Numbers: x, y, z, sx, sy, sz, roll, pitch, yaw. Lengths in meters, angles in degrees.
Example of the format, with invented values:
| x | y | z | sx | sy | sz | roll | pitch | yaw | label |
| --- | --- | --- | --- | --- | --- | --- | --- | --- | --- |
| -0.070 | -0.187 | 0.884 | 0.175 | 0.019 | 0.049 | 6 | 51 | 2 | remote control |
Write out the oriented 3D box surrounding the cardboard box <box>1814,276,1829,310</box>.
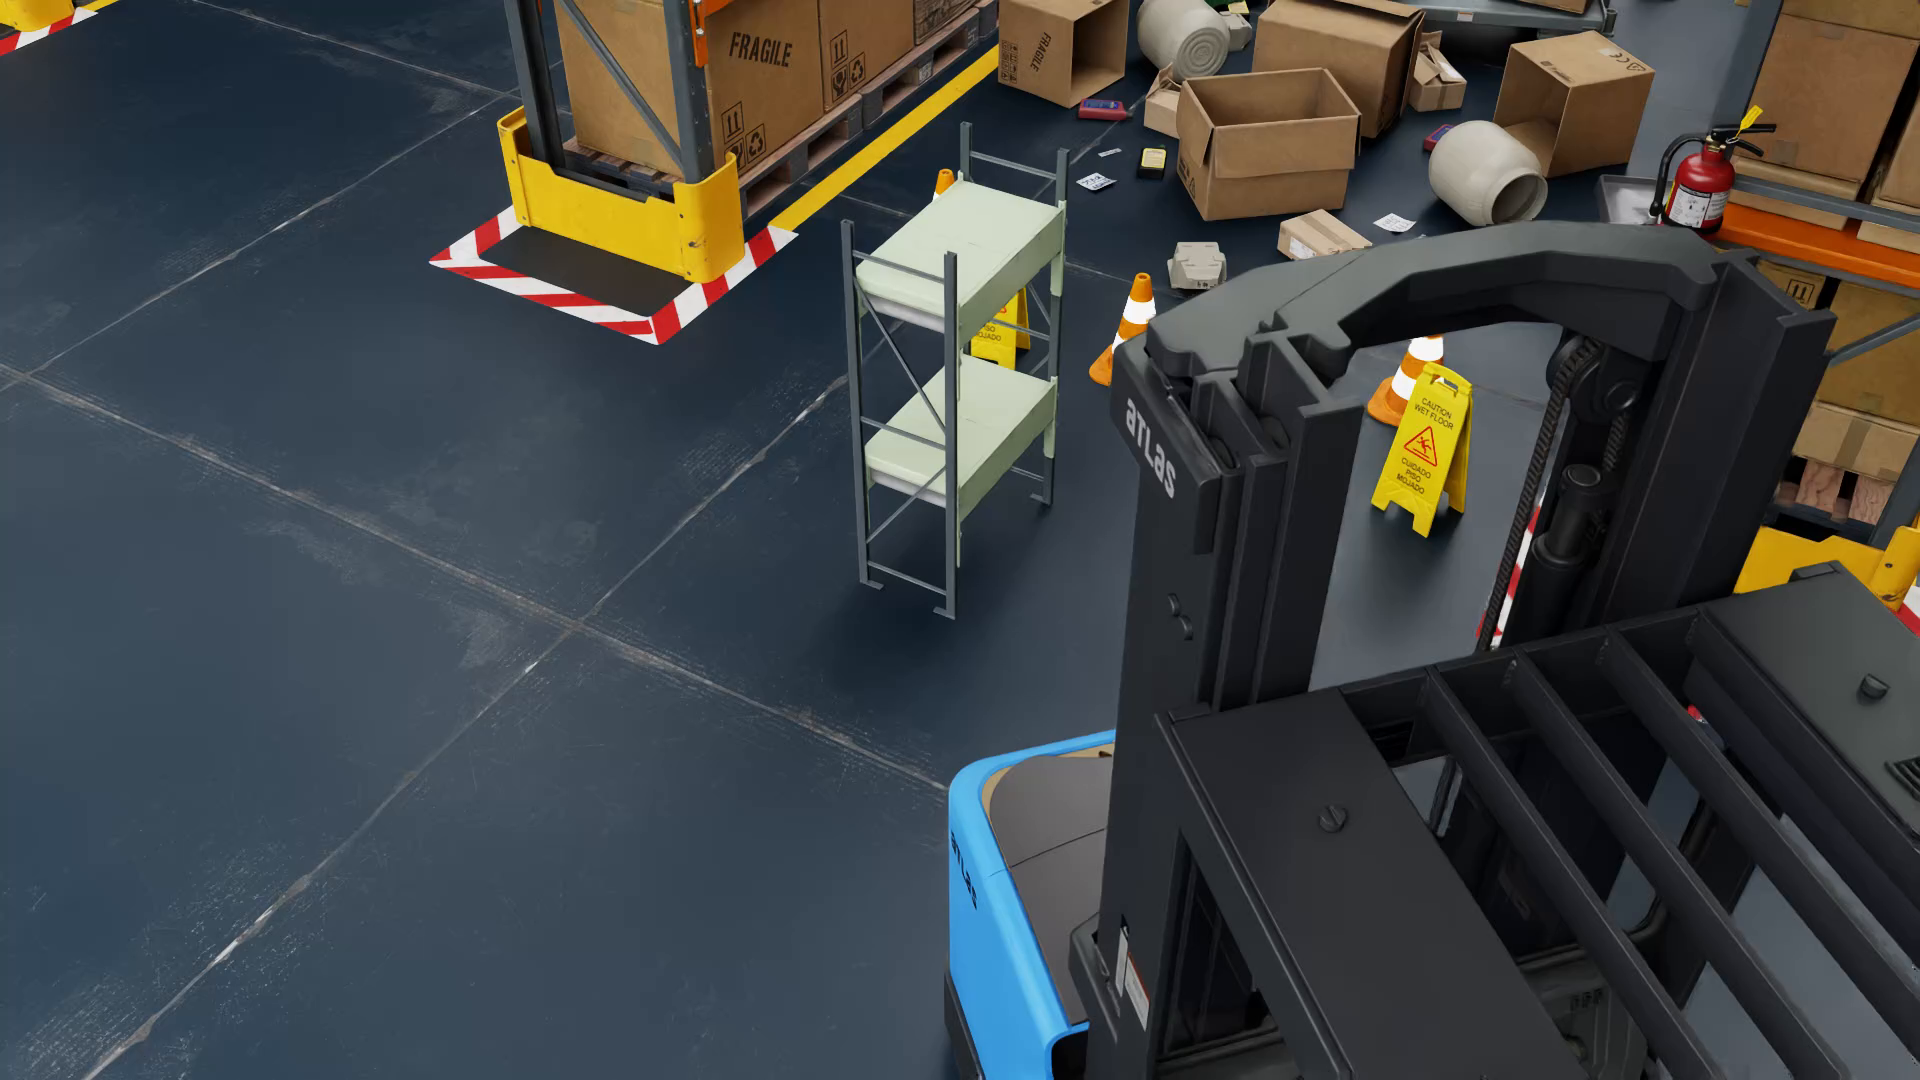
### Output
| x | y | z | sx | sy | sz | roll | pitch | yaw | label |
| --- | --- | --- | --- | --- | --- | --- | --- | --- | --- |
| 3.946 | -1.106 | 6.999 | 0.500 | 0.250 | 0.500 | 24 | 47 | 25 | cardboard box |

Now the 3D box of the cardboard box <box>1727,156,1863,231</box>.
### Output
| x | y | z | sx | sy | sz | roll | pitch | yaw | label |
| --- | --- | --- | --- | --- | --- | --- | --- | --- | --- |
| 2.780 | -1.194 | 5.527 | 0.380 | 0.149 | 0.250 | 22 | 46 | 23 | cardboard box |

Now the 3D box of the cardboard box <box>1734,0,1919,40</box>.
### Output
| x | y | z | sx | sy | sz | roll | pitch | yaw | label |
| --- | --- | --- | --- | --- | --- | --- | --- | --- | --- |
| 2.845 | -1.893 | 5.072 | 0.700 | 0.500 | 0.500 | 20 | 45 | 21 | cardboard box |

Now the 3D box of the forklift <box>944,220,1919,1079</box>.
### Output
| x | y | z | sx | sy | sz | roll | pitch | yaw | label |
| --- | --- | --- | --- | --- | --- | --- | --- | --- | --- |
| 0.865 | 1.094 | 2.790 | 1.130 | 2.935 | 3.031 | -11 | 43 | -12 | forklift |

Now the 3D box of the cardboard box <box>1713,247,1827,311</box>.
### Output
| x | y | z | sx | sy | sz | roll | pitch | yaw | label |
| --- | --- | --- | --- | --- | --- | --- | --- | --- | --- |
| 2.954 | -0.956 | 6.261 | 0.500 | 0.500 | 0.500 | 21 | 46 | 22 | cardboard box |

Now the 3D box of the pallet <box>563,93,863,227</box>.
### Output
| x | y | z | sx | sy | sz | roll | pitch | yaw | label |
| --- | --- | --- | --- | --- | --- | --- | --- | --- | --- |
| -1.225 | -2.020 | 8.384 | 1.003 | 0.211 | 1.213 | 21 | 45 | 22 | pallet |

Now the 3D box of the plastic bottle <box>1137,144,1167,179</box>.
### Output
| x | y | z | sx | sy | sz | roll | pitch | yaw | label |
| --- | --- | --- | --- | --- | --- | --- | --- | --- | --- |
| 0.972 | -1.914 | 8.377 | 0.133 | 0.061 | 0.283 | 7 | 42 | 8 | plastic bottle |

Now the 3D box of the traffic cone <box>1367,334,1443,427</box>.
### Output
| x | y | z | sx | sy | sz | roll | pitch | yaw | label |
| --- | --- | --- | --- | --- | --- | --- | --- | --- | --- |
| 1.877 | -0.724 | 6.723 | 0.336 | 0.463 | 0.334 | 21 | 45 | 22 | traffic cone |

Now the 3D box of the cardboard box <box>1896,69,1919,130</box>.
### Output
| x | y | z | sx | sy | sz | roll | pitch | yaw | label |
| --- | --- | --- | --- | --- | --- | --- | --- | --- | --- |
| 3.512 | -1.630 | 5.530 | 0.500 | 0.500 | 0.500 | 22 | 46 | 23 | cardboard box |

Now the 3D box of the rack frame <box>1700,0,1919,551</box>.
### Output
| x | y | z | sx | sy | sz | roll | pitch | yaw | label |
| --- | --- | --- | --- | --- | --- | --- | --- | --- | --- |
| 2.778 | -1.004 | 5.120 | 1.000 | 3.000 | 0.127 | 21 | 45 | 22 | rack frame |

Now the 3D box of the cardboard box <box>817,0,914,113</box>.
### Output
| x | y | z | sx | sy | sz | roll | pitch | yaw | label |
| --- | --- | --- | --- | --- | --- | --- | --- | --- | --- |
| -0.837 | -2.857 | 8.515 | 0.875 | 0.875 | 0.875 | 20 | 45 | 21 | cardboard box |

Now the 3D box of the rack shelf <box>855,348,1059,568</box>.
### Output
| x | y | z | sx | sy | sz | roll | pitch | yaw | label |
| --- | --- | --- | --- | --- | --- | --- | --- | --- | --- |
| -0.003 | -0.314 | 5.965 | 0.431 | 0.370 | 0.720 | 21 | 45 | 22 | rack shelf |

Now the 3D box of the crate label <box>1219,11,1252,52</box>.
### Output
| x | y | z | sx | sy | sz | roll | pitch | yaw | label |
| --- | --- | --- | --- | --- | --- | --- | --- | --- | --- |
| 1.496 | -2.885 | 9.423 | 0.298 | 0.136 | 0.250 | -7 | 42 | -7 | crate label |

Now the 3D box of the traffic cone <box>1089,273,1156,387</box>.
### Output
| x | y | z | sx | sy | sz | roll | pitch | yaw | label |
| --- | --- | --- | --- | --- | --- | --- | --- | --- | --- |
| 0.746 | -0.897 | 6.918 | 0.336 | 0.463 | 0.334 | 21 | 45 | 22 | traffic cone |

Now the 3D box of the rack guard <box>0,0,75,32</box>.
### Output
| x | y | z | sx | sy | sz | roll | pitch | yaw | label |
| --- | --- | --- | --- | --- | --- | --- | --- | --- | --- |
| -5.764 | -3.387 | 9.717 | 1.175 | 0.500 | 0.348 | 21 | 45 | 22 | rack guard |

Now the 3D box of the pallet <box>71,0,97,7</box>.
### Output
| x | y | z | sx | sy | sz | roll | pitch | yaw | label |
| --- | --- | --- | --- | --- | --- | --- | --- | --- | --- |
| -5.326 | -3.731 | 10.328 | 1.003 | 0.211 | 1.213 | 21 | 45 | 22 | pallet |

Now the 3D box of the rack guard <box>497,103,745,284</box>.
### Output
| x | y | z | sx | sy | sz | roll | pitch | yaw | label |
| --- | --- | --- | --- | --- | --- | --- | --- | --- | --- |
| -1.570 | -1.631 | 7.724 | 1.175 | 0.500 | 0.348 | 21 | 45 | 22 | rack guard |

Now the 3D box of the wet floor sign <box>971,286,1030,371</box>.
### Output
| x | y | z | sx | sy | sz | roll | pitch | yaw | label |
| --- | --- | --- | --- | --- | --- | --- | --- | --- | --- |
| 0.142 | -1.028 | 6.929 | 0.267 | 0.644 | 0.232 | 14 | 43 | 15 | wet floor sign |

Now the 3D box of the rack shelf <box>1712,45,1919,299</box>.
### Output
| x | y | z | sx | sy | sz | roll | pitch | yaw | label |
| --- | --- | --- | --- | --- | --- | --- | --- | --- | --- |
| 3.779 | -1.878 | 6.658 | 1.077 | 0.370 | 4.000 | 21 | 45 | 22 | rack shelf |

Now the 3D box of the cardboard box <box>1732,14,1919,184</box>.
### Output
| x | y | z | sx | sy | sz | roll | pitch | yaw | label |
| --- | --- | --- | --- | --- | --- | --- | --- | --- | --- |
| 2.811 | -1.555 | 5.445 | 0.500 | 0.500 | 0.500 | 20 | 45 | 21 | cardboard box |

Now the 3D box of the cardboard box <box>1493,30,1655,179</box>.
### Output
| x | y | z | sx | sy | sz | roll | pitch | yaw | label |
| --- | --- | --- | --- | --- | --- | --- | --- | --- | --- |
| 3.066 | -2.192 | 8.359 | 0.500 | 0.500 | 0.500 | -14 | 43 | -15 | cardboard box |

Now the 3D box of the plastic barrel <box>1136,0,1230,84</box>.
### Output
| x | y | z | sx | sy | sz | roll | pitch | yaw | label |
| --- | --- | --- | --- | --- | --- | --- | --- | --- | --- |
| 1.204 | -2.749 | 9.051 | 0.421 | 0.421 | 0.512 | -14 | 43 | -15 | plastic barrel |

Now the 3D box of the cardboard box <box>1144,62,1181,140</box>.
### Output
| x | y | z | sx | sy | sz | roll | pitch | yaw | label |
| --- | --- | --- | --- | --- | --- | --- | --- | --- | --- |
| 1.178 | -2.253 | 8.608 | 0.396 | 0.266 | 0.258 | 29 | 49 | 29 | cardboard box |

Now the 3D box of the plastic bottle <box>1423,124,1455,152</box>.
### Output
| x | y | z | sx | sy | sz | roll | pitch | yaw | label |
| --- | --- | --- | --- | --- | --- | --- | --- | --- | --- |
| 2.511 | -2.072 | 8.556 | 0.133 | 0.061 | 0.283 | 29 | 49 | 29 | plastic bottle |

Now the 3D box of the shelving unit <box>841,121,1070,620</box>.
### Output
| x | y | z | sx | sy | sz | roll | pitch | yaw | label |
| --- | --- | --- | --- | --- | --- | --- | --- | --- | --- |
| -0.003 | -0.559 | 5.750 | 0.431 | 1.500 | 0.755 | 21 | 45 | 22 | shelving unit |

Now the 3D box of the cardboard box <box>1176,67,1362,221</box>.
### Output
| x | y | z | sx | sy | sz | roll | pitch | yaw | label |
| --- | --- | --- | --- | --- | --- | --- | --- | --- | --- |
| 1.465 | -1.909 | 8.037 | 0.797 | 0.503 | 0.637 | -7 | 42 | -7 | cardboard box |

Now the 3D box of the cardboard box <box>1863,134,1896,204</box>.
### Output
| x | y | z | sx | sy | sz | roll | pitch | yaw | label |
| --- | --- | --- | --- | --- | --- | --- | --- | --- | --- |
| 3.242 | -1.185 | 5.516 | 0.380 | 0.149 | 0.250 | 22 | 46 | 23 | cardboard box |

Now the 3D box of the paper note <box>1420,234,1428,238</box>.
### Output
| x | y | z | sx | sy | sz | roll | pitch | yaw | label |
| --- | --- | --- | --- | --- | --- | --- | --- | --- | --- |
| 2.175 | -1.410 | 7.844 | 0.032 | 0.001 | 0.123 | 21 | 45 | 22 | paper note |

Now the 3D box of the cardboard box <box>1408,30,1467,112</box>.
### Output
| x | y | z | sx | sy | sz | roll | pitch | yaw | label |
| --- | --- | --- | --- | --- | --- | --- | --- | --- | --- |
| 2.514 | -2.510 | 8.900 | 0.258 | 0.266 | 0.396 | -7 | 42 | -7 | cardboard box |

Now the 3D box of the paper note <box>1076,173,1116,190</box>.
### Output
| x | y | z | sx | sy | sz | roll | pitch | yaw | label |
| --- | --- | --- | --- | --- | --- | --- | --- | --- | --- |
| 0.676 | -1.780 | 8.250 | 0.142 | 0.017 | 0.144 | -29 | 49 | -29 | paper note |

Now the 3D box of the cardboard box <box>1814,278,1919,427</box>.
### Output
| x | y | z | sx | sy | sz | roll | pitch | yaw | label |
| --- | --- | --- | --- | --- | --- | --- | --- | --- | --- |
| 3.433 | -0.795 | 6.078 | 0.500 | 0.500 | 0.500 | 19 | 45 | 21 | cardboard box |

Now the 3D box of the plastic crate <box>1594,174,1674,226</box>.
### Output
| x | y | z | sx | sy | sz | roll | pitch | yaw | label |
| --- | --- | --- | --- | --- | --- | --- | --- | --- | --- |
| 3.284 | -1.570 | 7.972 | 0.402 | 0.080 | 0.583 | 7 | 42 | 8 | plastic crate |

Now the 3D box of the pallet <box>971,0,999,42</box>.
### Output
| x | y | z | sx | sy | sz | roll | pitch | yaw | label |
| --- | --- | --- | --- | --- | --- | --- | --- | --- | --- |
| -0.004 | -3.416 | 9.970 | 1.003 | 0.211 | 1.213 | 21 | 45 | 22 | pallet |

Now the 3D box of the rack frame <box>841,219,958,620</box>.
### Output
| x | y | z | sx | sy | sz | roll | pitch | yaw | label |
| --- | --- | --- | --- | --- | --- | --- | --- | --- | --- |
| -0.186 | -0.350 | 5.512 | 0.400 | 1.500 | 0.023 | 21 | 45 | 22 | rack frame |
